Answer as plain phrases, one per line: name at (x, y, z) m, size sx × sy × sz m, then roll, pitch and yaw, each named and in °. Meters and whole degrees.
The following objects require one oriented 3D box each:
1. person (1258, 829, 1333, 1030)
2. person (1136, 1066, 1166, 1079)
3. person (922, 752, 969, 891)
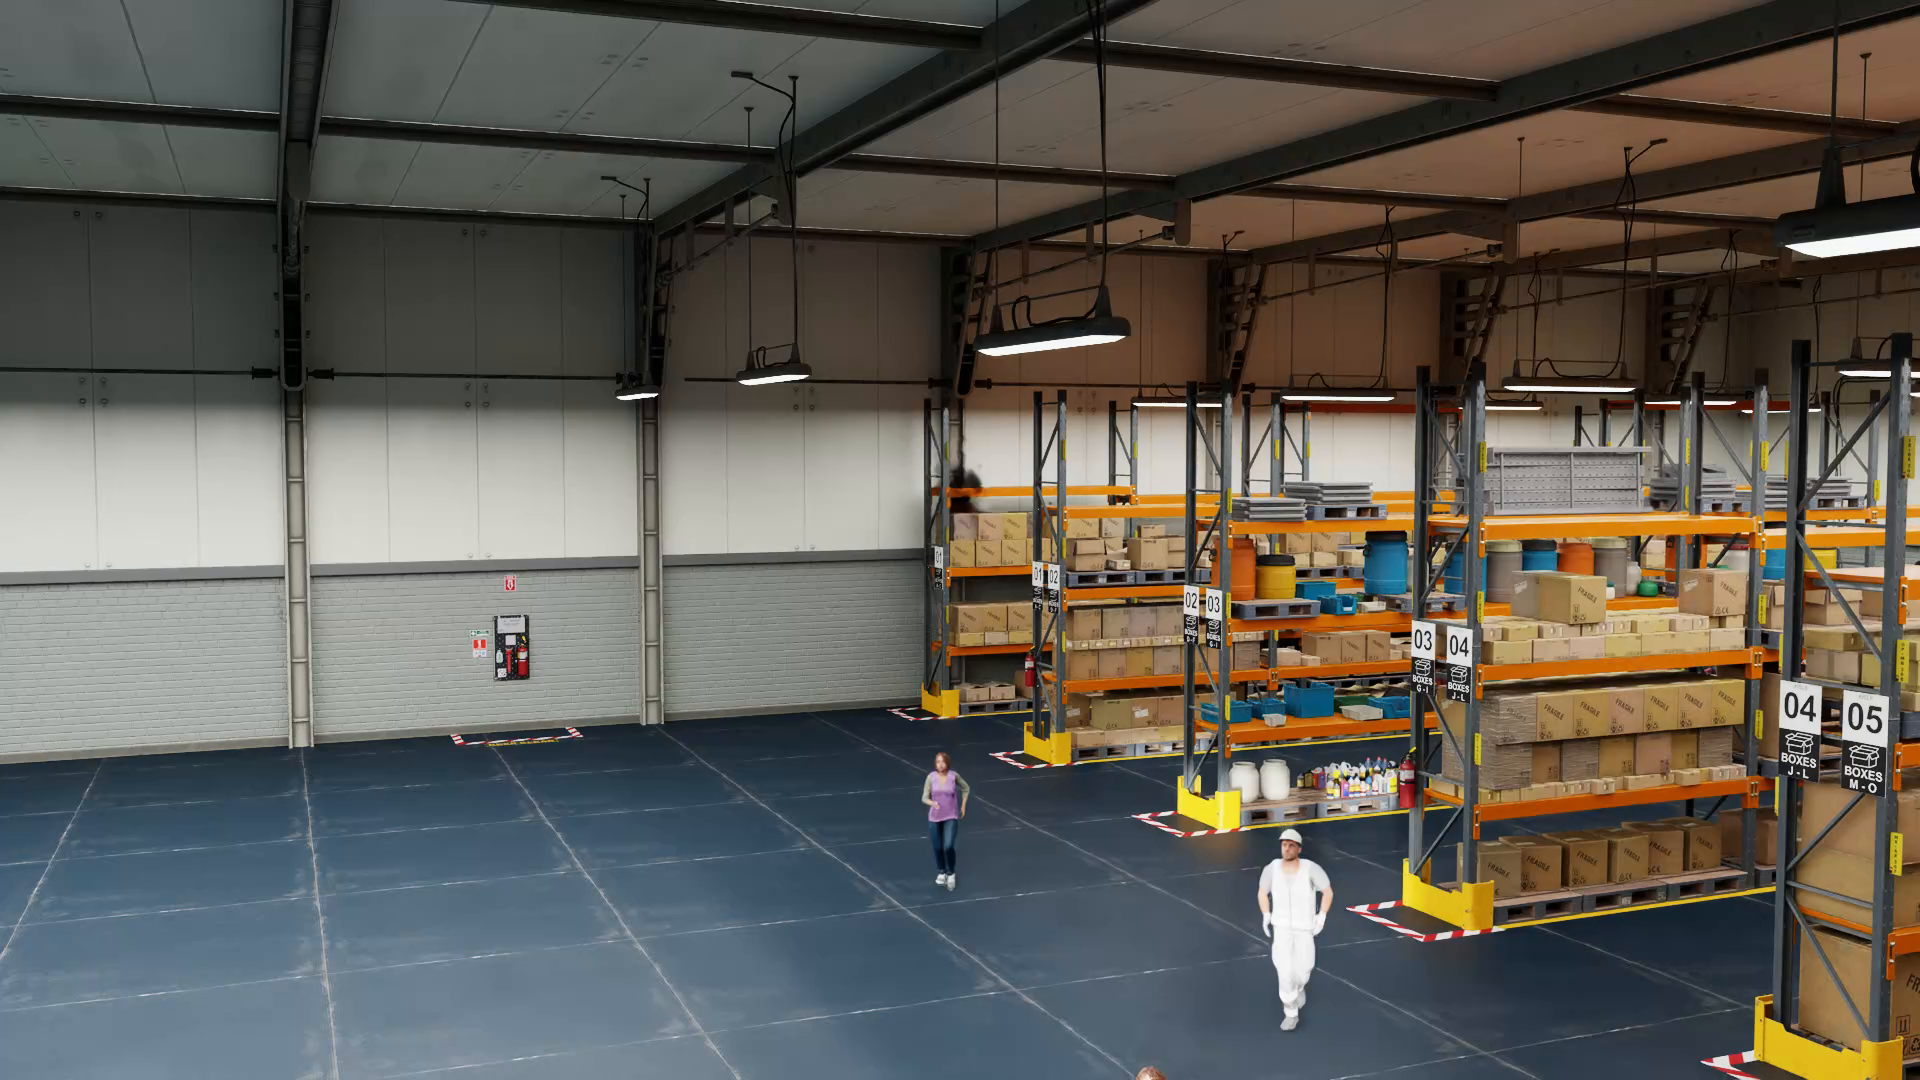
person at (2.952, 3.428, 14.731) m, size 0.655 × 1.748 × 0.562 m, roll 1°, pitch 4°, yaw 20°
person at (1.087, 3.818, 9.670) m, size 0.549 × 1.547 × 0.556 m, roll 0°, pitch 3°, yaw 6°
person at (-0.186, 3.234, 19.134) m, size 0.500 × 1.589 × 0.678 m, roll 1°, pitch 3°, yaw 9°
